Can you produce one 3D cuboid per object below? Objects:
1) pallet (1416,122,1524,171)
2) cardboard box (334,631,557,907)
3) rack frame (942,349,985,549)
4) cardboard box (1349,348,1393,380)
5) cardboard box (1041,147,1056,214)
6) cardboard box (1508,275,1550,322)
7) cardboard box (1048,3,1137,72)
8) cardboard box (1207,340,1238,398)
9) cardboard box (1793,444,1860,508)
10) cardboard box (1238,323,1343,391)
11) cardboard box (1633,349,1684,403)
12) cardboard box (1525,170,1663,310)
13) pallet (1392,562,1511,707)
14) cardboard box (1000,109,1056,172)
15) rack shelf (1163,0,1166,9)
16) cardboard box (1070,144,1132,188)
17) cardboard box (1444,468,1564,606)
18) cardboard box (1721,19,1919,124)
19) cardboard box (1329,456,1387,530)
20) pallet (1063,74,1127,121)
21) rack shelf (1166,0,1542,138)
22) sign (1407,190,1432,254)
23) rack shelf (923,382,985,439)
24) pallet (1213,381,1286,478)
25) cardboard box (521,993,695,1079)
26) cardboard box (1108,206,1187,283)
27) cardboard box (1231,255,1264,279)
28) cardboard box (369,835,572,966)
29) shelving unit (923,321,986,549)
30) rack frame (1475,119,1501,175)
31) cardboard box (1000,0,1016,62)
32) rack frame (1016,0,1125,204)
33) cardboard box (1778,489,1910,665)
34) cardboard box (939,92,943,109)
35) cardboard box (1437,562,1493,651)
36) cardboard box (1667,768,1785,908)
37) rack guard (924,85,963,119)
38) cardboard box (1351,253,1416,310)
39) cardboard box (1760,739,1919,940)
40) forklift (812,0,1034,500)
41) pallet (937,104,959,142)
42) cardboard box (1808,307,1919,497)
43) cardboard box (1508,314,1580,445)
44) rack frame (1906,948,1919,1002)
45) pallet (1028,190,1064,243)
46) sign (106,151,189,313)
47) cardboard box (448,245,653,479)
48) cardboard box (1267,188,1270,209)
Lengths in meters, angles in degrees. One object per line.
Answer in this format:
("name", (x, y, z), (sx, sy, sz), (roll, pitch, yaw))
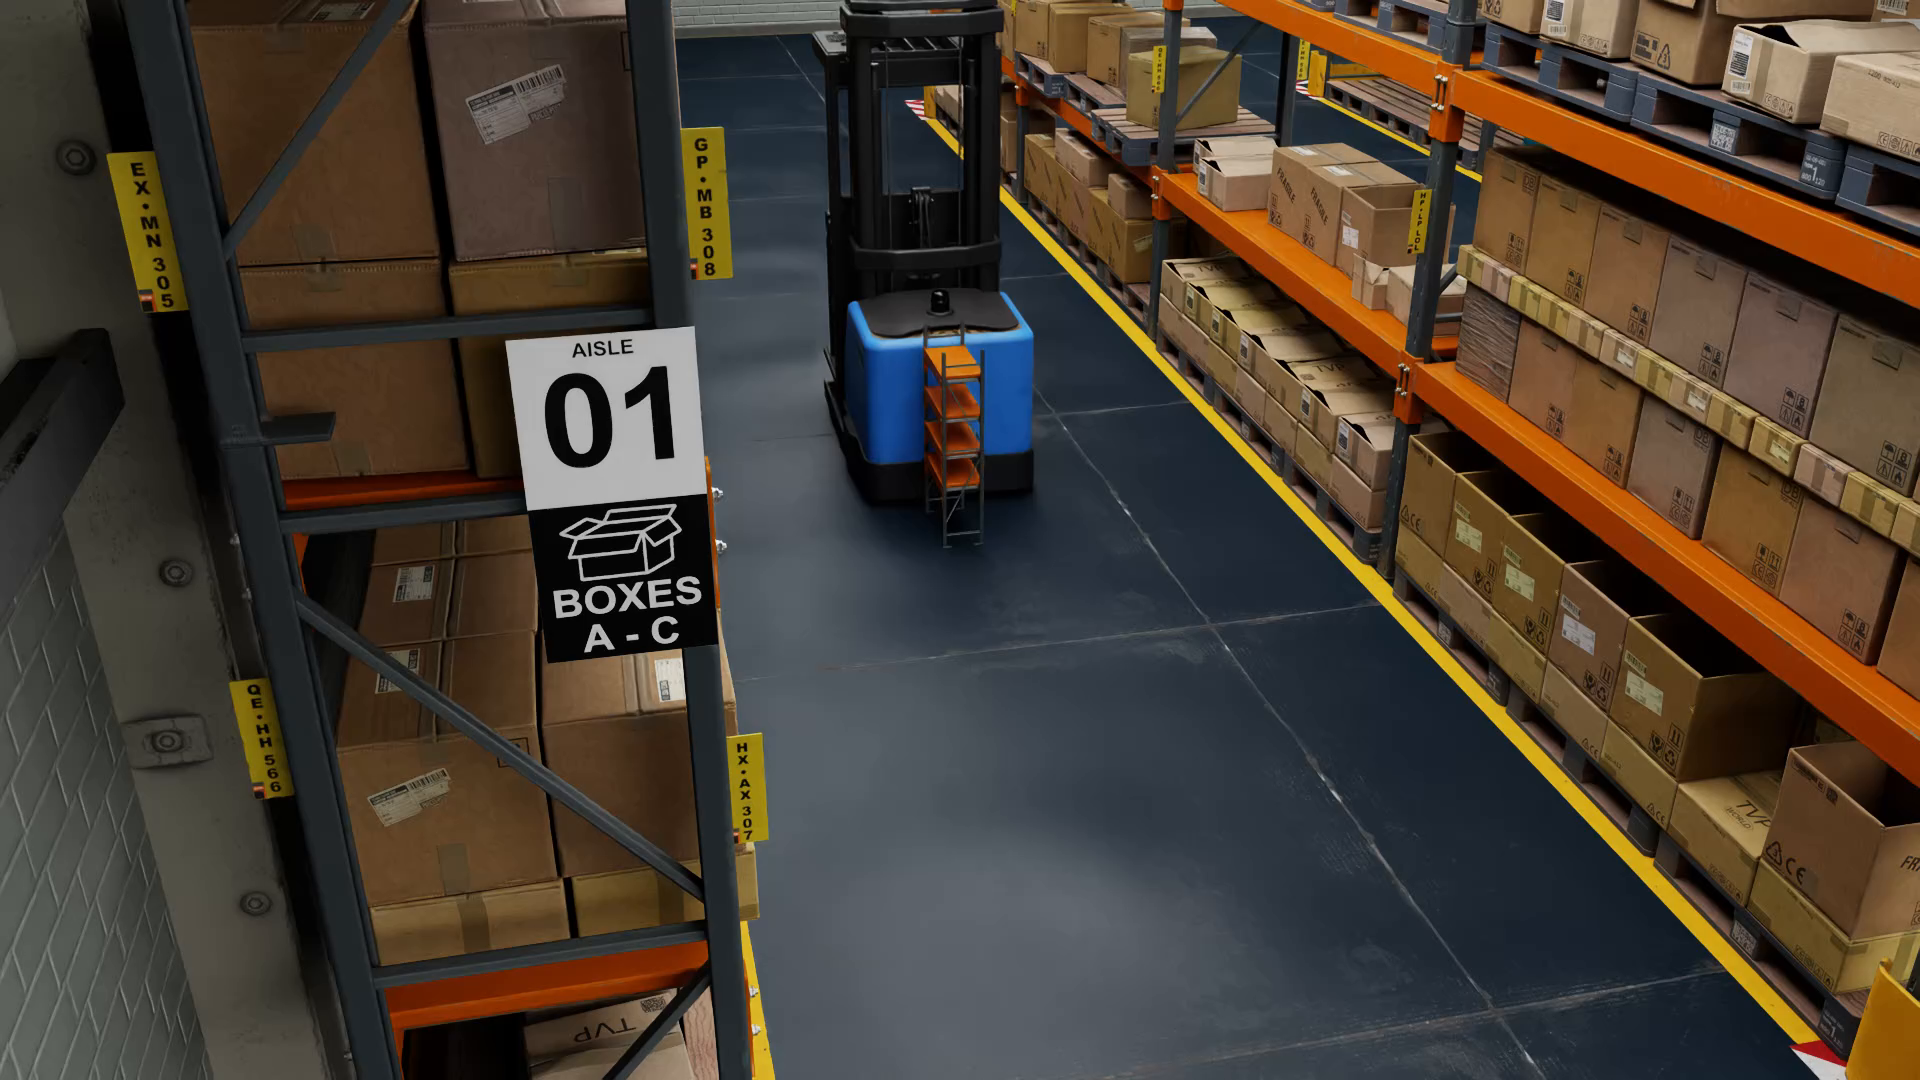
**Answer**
("pallet", (5.674, -4.275, 17.985), (1.003, 0.211, 1.213), (-6, 27, -12))
("cardboard box", (-1.384, 0.611, 4.522), (0.500, 0.500, 0.500), (-6, 27, -12))
("rack frame", (0.018, -0.501, 9.411), (0.240, 1.200, 0.015), (-6, 27, -12))
("cardboard box", (2.777, -1.052, 10.468), (0.500, 0.311, 0.500), (-7, 28, -13))
("cardboard box", (1.053, -3.310, 15.264), (0.500, 0.500, 0.500), (-6, 27, -11))
("cardboard box", (2.842, -1.161, 7.889), (0.380, 0.149, 0.250), (-7, 28, -13))
("cardboard box", (1.156, -4.405, 14.572), (0.700, 0.500, 0.500), (-2, 27, -3))
("cardboard box", (2.021, -1.195, 11.375), (0.500, 0.250, 0.500), (-7, 28, -13))
("cardboard box", (3.311, -0.252, 6.089), (0.380, 0.149, 0.250), (-6, 27, -11))
("cardboard box", (2.140, -1.214, 10.790), (0.500, 0.311, 0.500), (-6, 27, -12))
("cardboard box", (3.078, -0.704, 6.985), (0.380, 0.149, 0.250), (-6, 27, -12))
("cardboard box", (3.075, -1.395, 7.635), (0.700, 0.500, 0.500), (-6, 27, -12))
("pallet", (2.992, 0.411, 8.701), (1.003, 0.211, 1.213), (-6, 27, -12))
("cardboard box", (0.646, -4.001, 16.634), (0.500, 0.500, 0.500), (-6, 27, -12))
("rack shelf", (1.501, -4.839, 13.478), (1.077, 0.370, 4.000), (-6, 27, -12))
("cardboard box", (1.261, -3.218, 14.251), (0.500, 0.250, 0.500), (-6, 27, -13))
("cardboard box", (2.773, -0.028, 8.230), (0.500, 0.500, 0.500), (-6, 27, -12))
("cardboard box", (3.113, -1.703, 5.944), (0.500, 0.311, 0.500), (-3, 27, -6))
("cardboard box", (2.478, -0.300, 9.601), (0.500, 0.250, 0.500), (-6, 27, -12))
("pallet", (1.509, -3.711, 13.986), (1.003, 0.211, 1.213), (-6, 27, -12))
("rack shelf", (2.403, -3.083, 9.999), (1.077, 0.370, 4.000), (-6, 27, -12))
("sign", (2.327, -1.609, 8.413), (0.100, 0.325, 0.005), (-6, 27, -12))
("rack shelf", (-0.037, -0.748, 9.553), (0.258, 0.148, 0.480), (-6, 27, -12))
("pallet", (2.371, -0.799, 11.098), (1.003, 0.211, 1.213), (-6, 27, -12))
("cardboard box", (-1.139, 1.764, 5.421), (0.500, 0.311, 0.500), (-9, 28, -17))
("cardboard box", (1.513, -2.411, 13.483), (0.500, 0.500, 0.500), (-5, 27, -10))
("cardboard box", (2.310, -1.949, 12.245), (0.500, 0.311, 0.500), (-5, 27, -10))
("cardboard box", (-1.365, 0.946, 4.691), (0.500, 0.250, 0.500), (-6, 27, -11))
("shelving unit", (-0.037, -0.608, 9.624), (0.258, 1.200, 0.503), (-6, 27, -12))
("rack frame", (5.877, -5.201, 16.725), (1.000, 3.000, 0.127), (-6, 27, -12))
("cardboard box", (0.688, -4.937, 16.092), (0.500, 0.500, 0.500), (-6, 27, -11))
("rack frame", (1.051, -4.699, 15.731), (1.000, 3.000, 0.127), (-6, 27, -12))
("cardboard box", (3.539, 0.088, 6.136), (0.700, 0.500, 0.500), (-5, 27, -10))
("cardboard box", (-0.035, -5.058, 19.099), (0.380, 0.166, 0.250), (-6, 27, -12))
("cardboard box", (2.770, 0.307, 8.398), (0.500, 0.250, 0.500), (-6, 27, -12))
("cardboard box", (3.222, 1.185, 6.659), (0.500, 0.250, 0.500), (-6, 27, -12))
("rack guard", (0.166, -5.306, 19.708), (1.175, 0.500, 0.348), (-6, 27, -12))
("cardboard box", (2.476, -1.495, 9.531), (0.396, 0.266, 0.258), (-7, 28, -13))
("cardboard box", (3.344, 1.069, 6.057), (0.500, 0.500, 0.500), (-6, 27, -12))
("forklift", (-0.335, -2.190, 10.835), (1.130, 2.935, 3.031), (-5, 27, -10))
("pallet", (0.347, -4.827, 19.080), (1.003, 0.211, 1.213), (-6, 27, -12))
("cardboard box", (3.526, -0.515, 5.890), (0.700, 0.500, 0.500), (-7, 28, -13))
("cardboard box", (3.085, -0.807, 7.909), (0.700, 0.500, 0.500), (-6, 27, -12))
("rack frame", (3.752, 0.569, 5.294), (0.949, 2.616, 0.053), (-6, 27, -12))
("pallet", (1.271, -3.101, 15.660), (1.003, 0.211, 1.213), (-6, 27, -12))
("sign", (-1.616, -0.613, 3.325), (0.100, 0.325, 0.005), (-6, 27, -12))
("cardboard box", (-0.902, -0.491, 3.933), (0.500, 0.500, 0.500), (-5, 27, -10))
("cardboard box", (2.294, -2.277, 11.211), (0.380, 0.149, 0.250), (-4, 27, -8))
